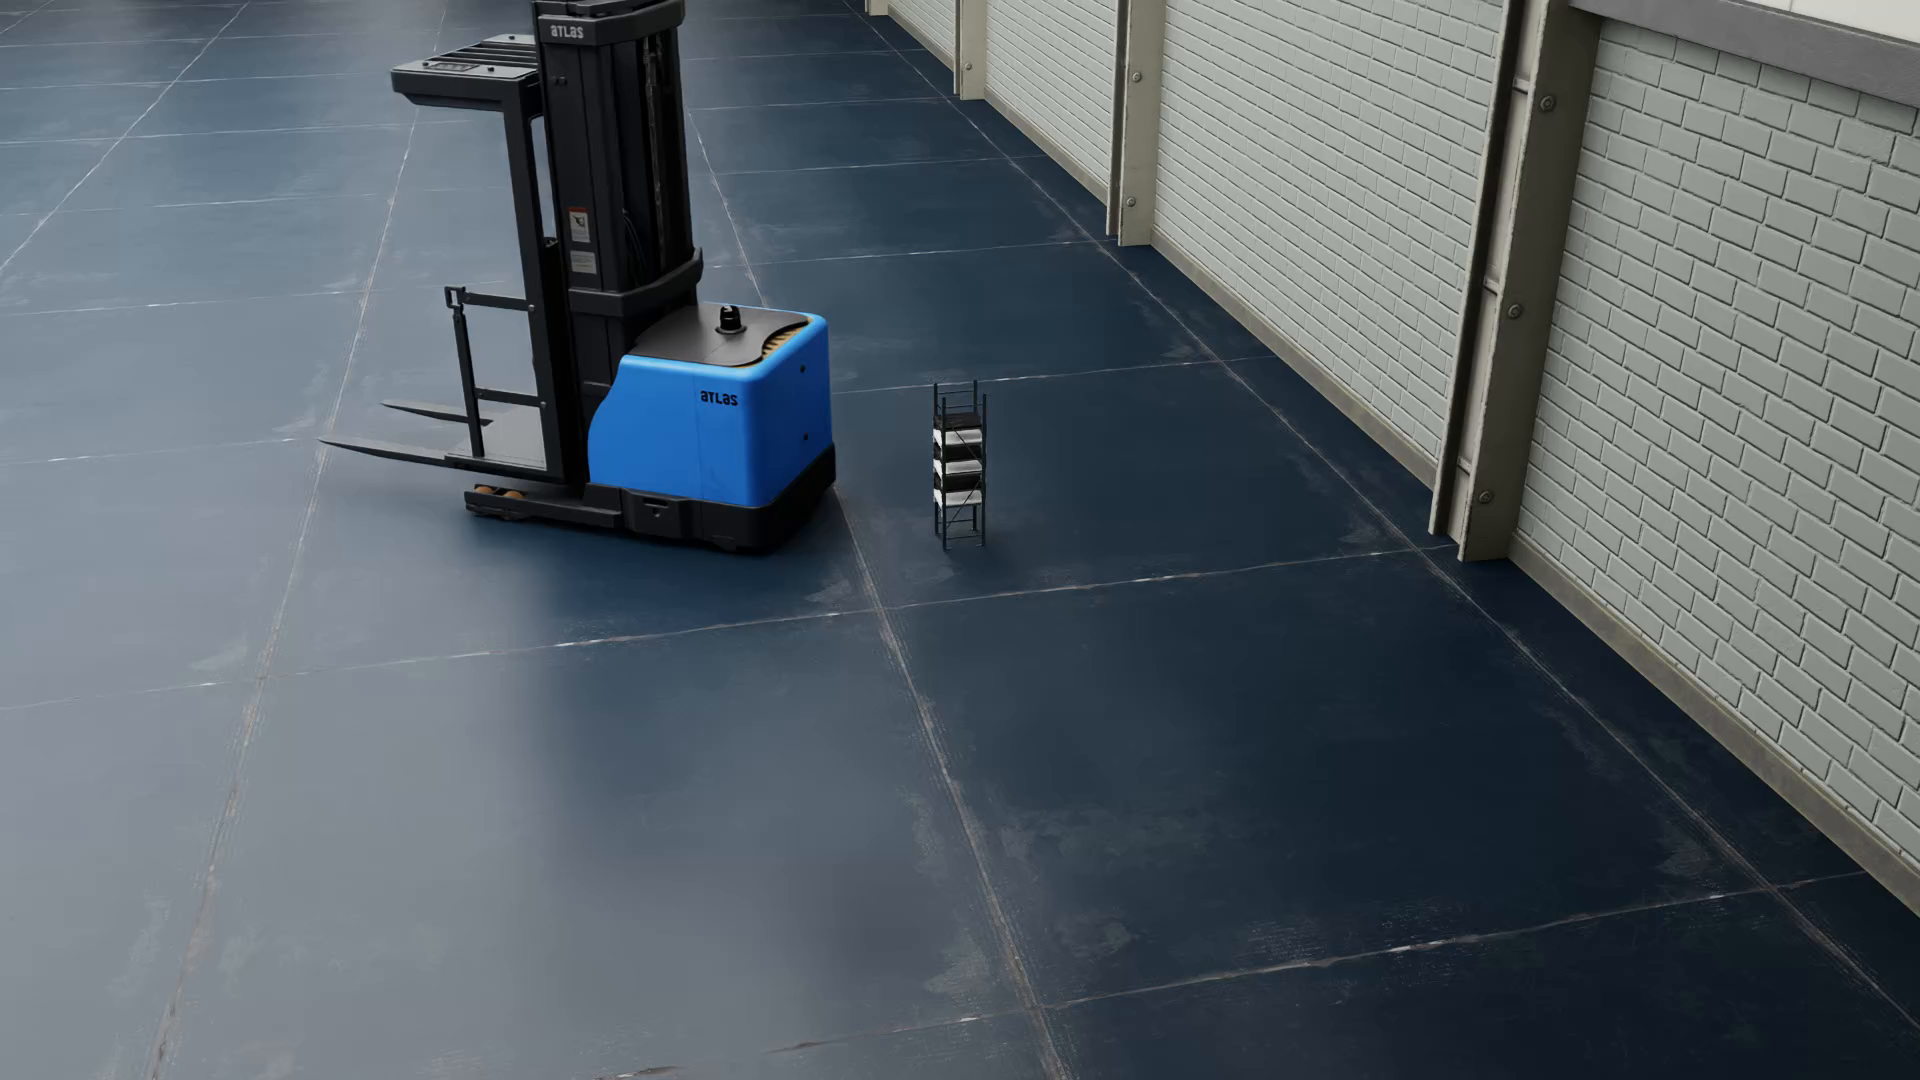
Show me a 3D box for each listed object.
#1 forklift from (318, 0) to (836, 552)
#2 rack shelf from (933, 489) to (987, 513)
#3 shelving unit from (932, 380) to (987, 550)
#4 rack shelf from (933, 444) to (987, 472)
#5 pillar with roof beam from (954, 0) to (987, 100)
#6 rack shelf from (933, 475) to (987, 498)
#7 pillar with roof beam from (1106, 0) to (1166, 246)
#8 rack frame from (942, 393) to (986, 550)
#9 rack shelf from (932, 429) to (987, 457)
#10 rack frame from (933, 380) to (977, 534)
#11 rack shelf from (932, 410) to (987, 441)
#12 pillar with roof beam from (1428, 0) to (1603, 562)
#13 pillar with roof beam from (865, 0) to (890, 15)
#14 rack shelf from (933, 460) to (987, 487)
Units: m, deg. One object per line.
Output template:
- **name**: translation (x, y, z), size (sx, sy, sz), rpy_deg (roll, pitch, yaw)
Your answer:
- **forklift**: translation (-2.305, -1.632, 9.231), size (3.031, 2.935, 1.130), rpy_deg (9, 28, 17)
- **rack shelf**: translation (-0.002, -0.215, 9.150), size (0.258, 0.077, 0.200), rpy_deg (-6, 27, -12)
- **shelving unit**: translation (-0.002, -0.405, 9.054), size (0.258, 0.900, 0.210), rpy_deg (-6, 27, -12)
- **rack shelf**: translation (-0.002, -0.456, 9.029), size (0.258, 0.077, 0.200), rpy_deg (-6, 27, -12)
- **pillar with roof beam**: translation (-4.073, -8.831, 16.759), size (9.100, 9.000, 0.400), rpy_deg (-6, 27, -12)
- **rack shelf**: translation (-0.002, -0.295, 9.110), size (0.258, 0.077, 0.200), rpy_deg (-6, 27, -12)
- **pillar with roof beam**: translation (-2.721, -6.197, 11.540), size (9.100, 9.000, 0.400), rpy_deg (-6, 27, -12)
- **rack frame**: translation (0.021, -0.361, 8.966), size (0.240, 0.900, 0.006), rpy_deg (-6, 27, -12)
- **rack shelf**: translation (-0.002, -0.536, 8.988), size (0.258, 0.077, 0.200), rpy_deg (-6, 27, -12)
- **rack frame**: translation (-0.025, -0.450, 9.143), size (0.240, 0.900, 0.006), rpy_deg (-6, 27, -12)
- **rack shelf**: translation (-0.002, -0.617, 8.948), size (0.258, 0.077, 0.200), rpy_deg (-6, 27, -12)
- **pillar with roof beam**: translation (-1.368, -3.563, 6.321), size (9.100, 9.000, 0.400), rpy_deg (-6, 27, -12)
- **pillar with roof beam**: translation (-5.425, -11.465, 21.977), size (9.100, 9.000, 0.400), rpy_deg (-6, 27, -12)
- **rack shelf**: translation (-0.002, -0.376, 9.069), size (0.258, 0.077, 0.200), rpy_deg (-6, 27, -12)
